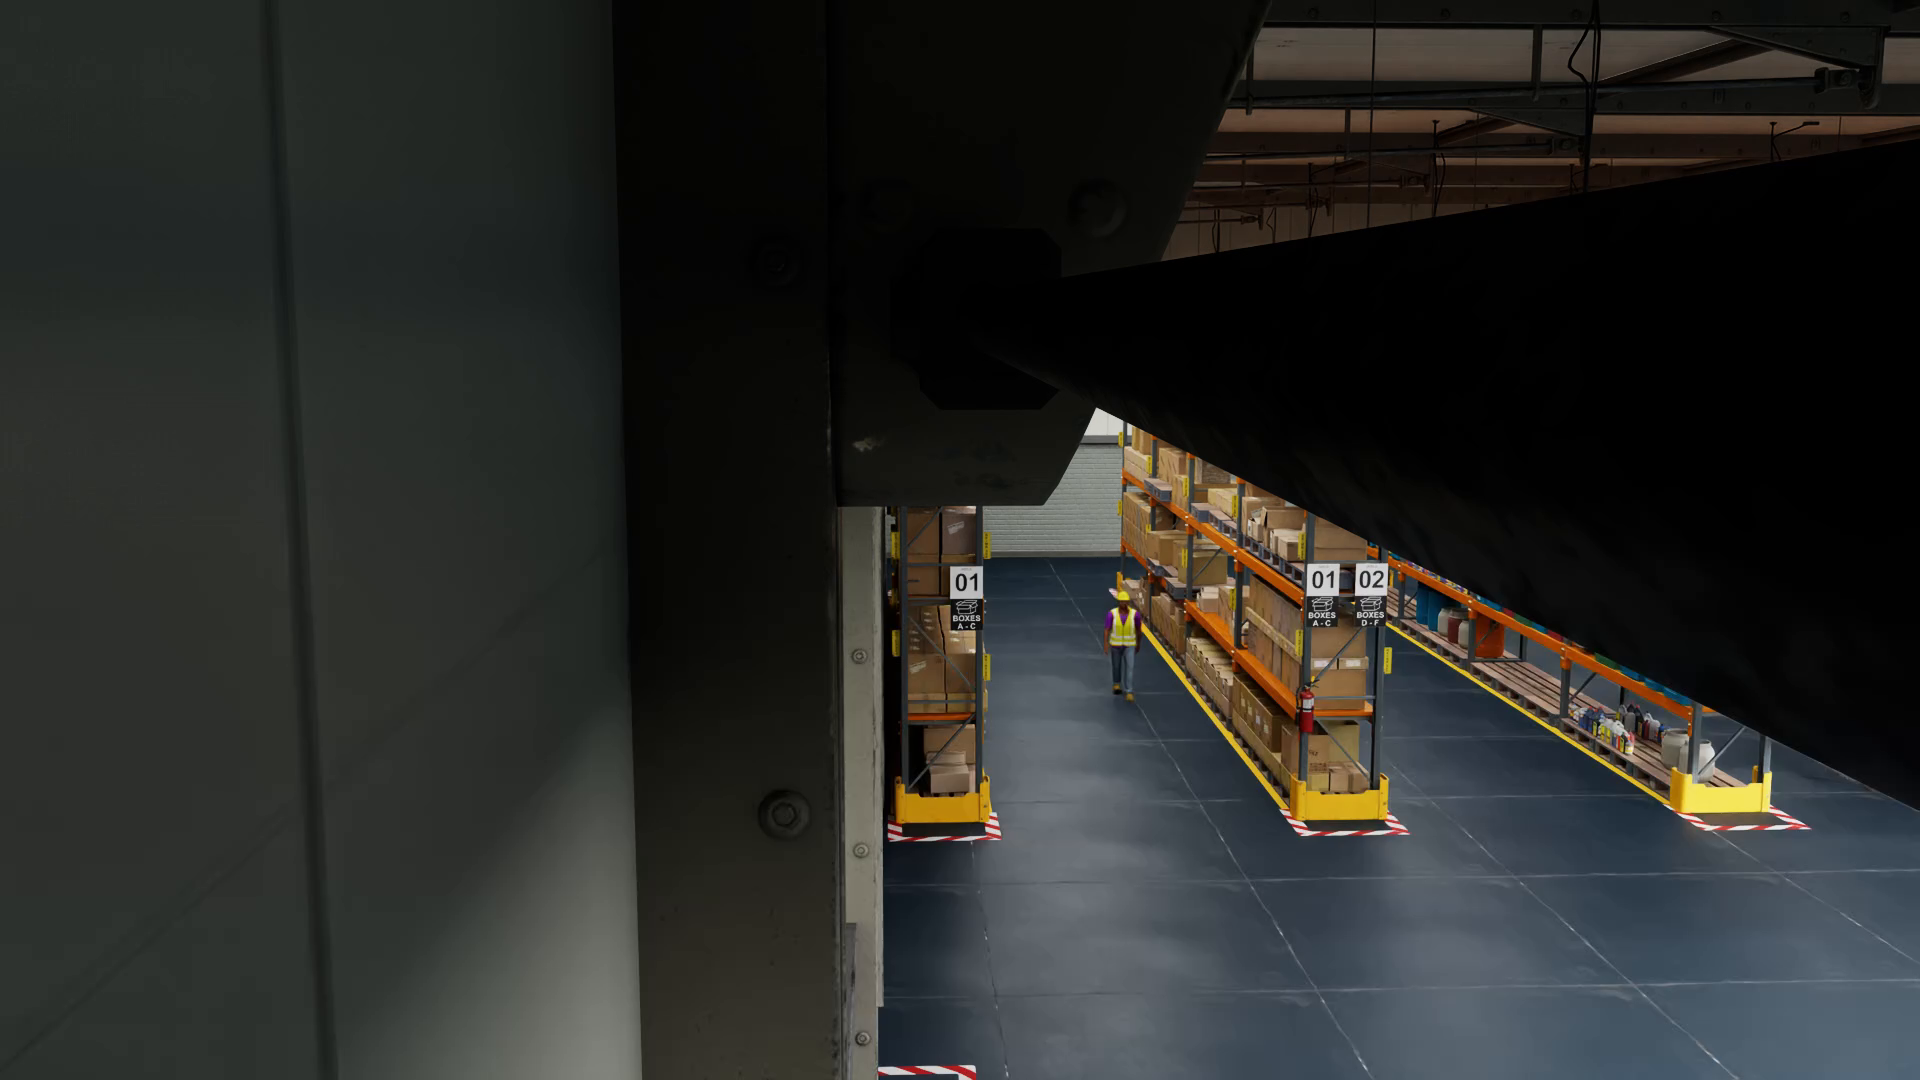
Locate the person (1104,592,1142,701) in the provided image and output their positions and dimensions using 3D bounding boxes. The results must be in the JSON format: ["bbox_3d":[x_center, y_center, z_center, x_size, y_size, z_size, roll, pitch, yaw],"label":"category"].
[{"bbox_3d":[2.636,1.694,26.894,0.635,1.705,1.077,0,8,0],"label":"person"}]
